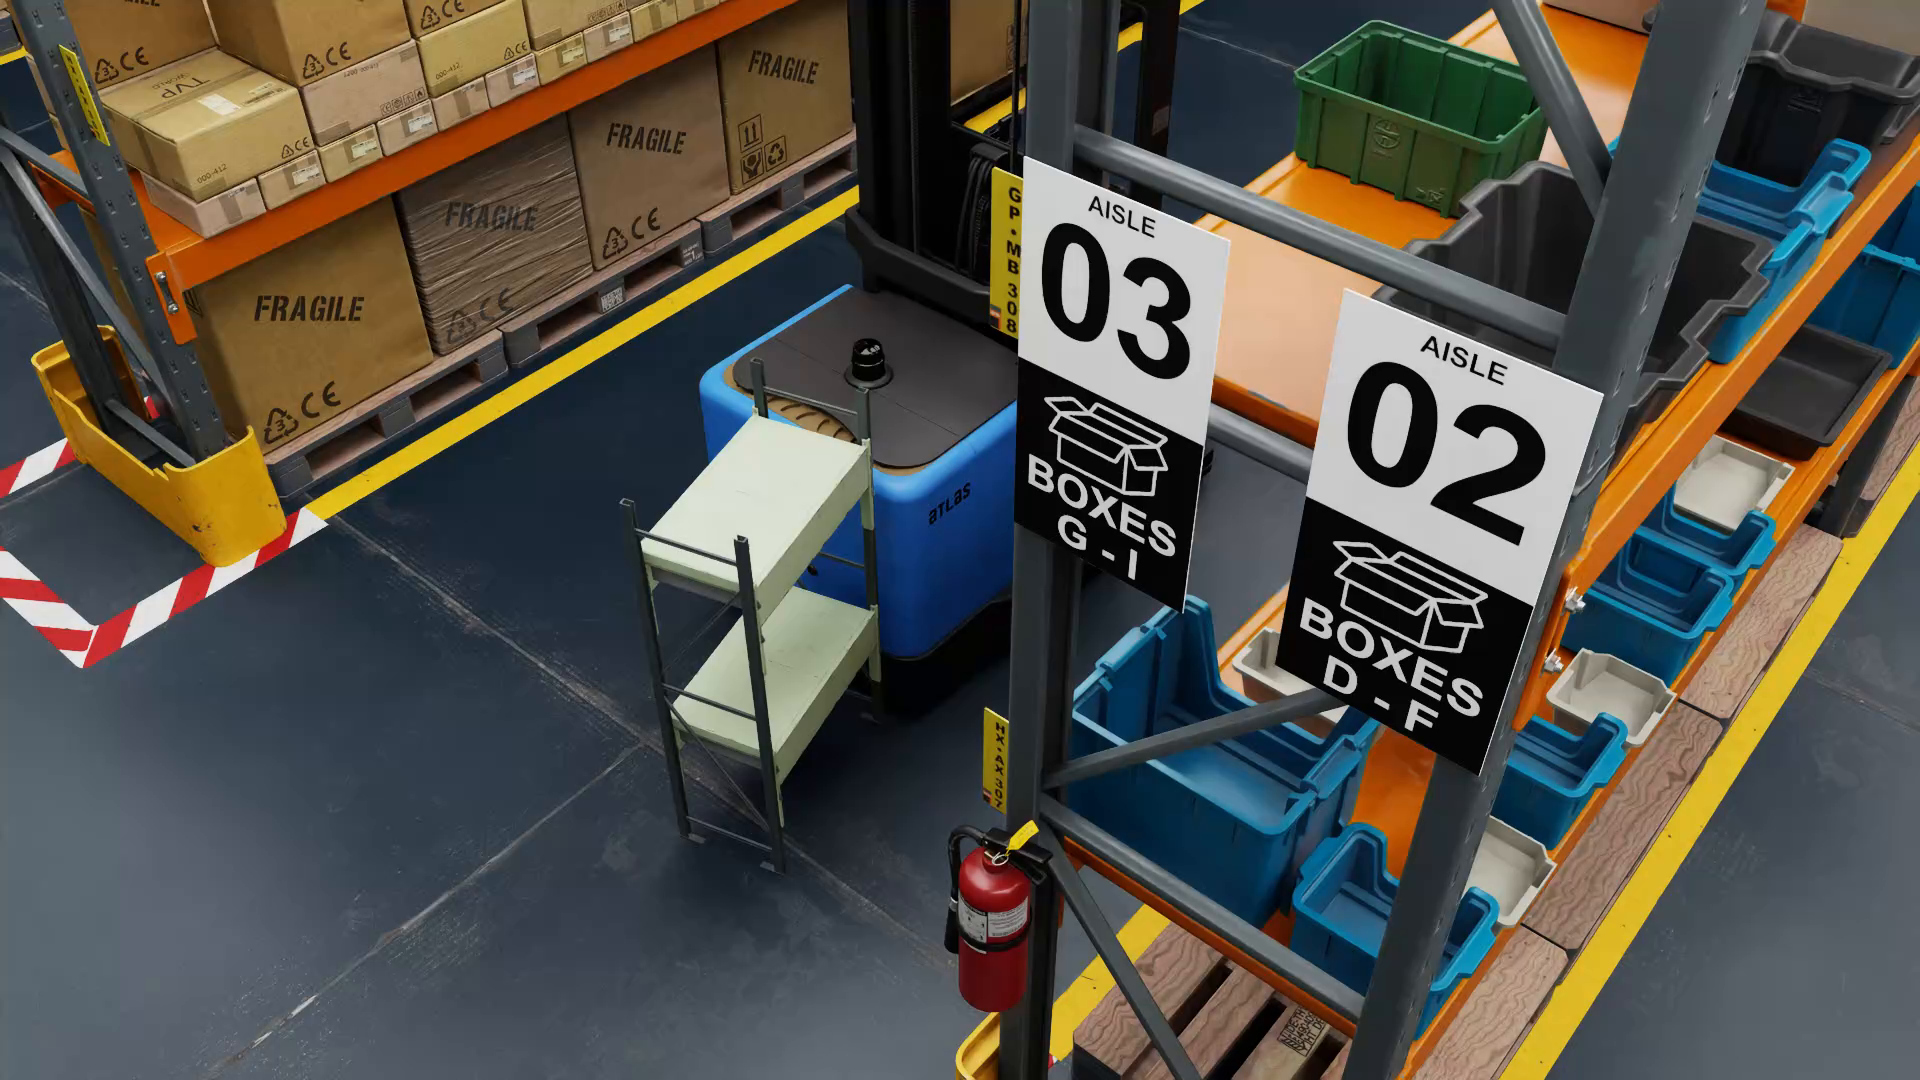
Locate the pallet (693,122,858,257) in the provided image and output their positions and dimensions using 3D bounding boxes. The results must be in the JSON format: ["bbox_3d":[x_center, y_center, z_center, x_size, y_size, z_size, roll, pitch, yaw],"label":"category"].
[{"bbox_3d":[-1.241,-2.006,8.799,1.003,0.211,1.213,29,50,28],"label":"pallet"}]

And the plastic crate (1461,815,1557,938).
[{"bbox_3d":[1.206,0.771,3.824,0.250,0.136,0.298,29,50,28],"label":"plastic crate"}]

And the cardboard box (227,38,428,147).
[{"bbox_3d":[-2.421,-1.791,6.380,0.500,0.250,0.500,29,50,28],"label":"cardboard box"}]

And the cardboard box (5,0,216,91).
[{"bbox_3d":[-3.153,-2.032,6.088,0.500,0.500,0.500,30,50,29],"label":"cardboard box"}]

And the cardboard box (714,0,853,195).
[{"bbox_3d":[-1.177,-2.459,8.492,0.875,0.875,0.875,29,50,28],"label":"cardboard box"}]

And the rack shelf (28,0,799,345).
[{"bbox_3d":[-1.978,-2.099,7.363,1.077,0.370,4.000,29,50,28],"label":"rack shelf"}]

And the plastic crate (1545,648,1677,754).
[{"bbox_3d":[1.643,0.421,4.208,0.250,0.136,0.298,29,50,28],"label":"plastic crate"}]

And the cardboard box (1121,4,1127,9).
[{"bbox_3d":[0.280,-3.563,9.706,1.225,0.875,0.875,28,49,27],"label":"cardboard box"}]

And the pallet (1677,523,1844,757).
[{"bbox_3d":[2.656,0.177,6.399,1.003,0.211,1.213,29,50,28],"label":"pallet"}]

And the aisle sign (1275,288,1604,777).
[{"bbox_3d":[0.706,0.013,2.574,0.394,0.787,0.004,29,50,28],"label":"aisle sign"}]

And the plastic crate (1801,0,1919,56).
[{"bbox_3d":[2.188,-1.264,3.769,0.437,0.282,0.530,29,50,28],"label":"plastic crate"}]

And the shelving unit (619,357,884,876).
[{"bbox_3d":[-0.612,0.276,5.332,0.431,1.500,0.755,17,45,18],"label":"shelving unit"}]

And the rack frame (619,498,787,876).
[{"bbox_3d":[-0.763,0.500,5.085,0.400,1.500,0.023,17,45,18],"label":"rack frame"}]

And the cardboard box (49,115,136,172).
[{"bbox_3d":[-3.288,-1.568,6.432,0.380,0.149,0.250,30,50,29],"label":"cardboard box"}]

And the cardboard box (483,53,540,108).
[{"bbox_3d":[-1.959,-1.945,6.847,0.380,0.149,0.250,29,50,28],"label":"cardboard box"}]

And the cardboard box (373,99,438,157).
[{"bbox_3d":[-2.289,-1.682,6.557,0.380,0.149,0.250,29,50,28],"label":"cardboard box"}]

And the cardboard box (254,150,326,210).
[{"bbox_3d":[-2.620,-1.415,6.263,0.380,0.149,0.250,29,50,28],"label":"cardboard box"}]

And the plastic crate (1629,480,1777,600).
[{"bbox_3d":[1.977,0.032,4.565,0.416,0.233,0.300,29,50,28],"label":"plastic crate"}]

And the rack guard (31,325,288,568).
[{"bbox_3d":[-3.281,-0.398,6.816,1.175,0.500,0.348,29,50,28],"label":"rack guard"}]

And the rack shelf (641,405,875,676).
[{"bbox_3d":[-0.612,-0.013,5.069,0.431,0.370,0.720,17,45,18],"label":"rack shelf"}]

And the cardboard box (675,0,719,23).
[{"bbox_3d":[-1.299,-2.473,7.427,0.380,0.149,0.250,30,50,29],"label":"cardboard box"}]

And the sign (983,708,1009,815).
[{"bbox_3d":[0.094,0.519,3.828,0.100,0.325,0.005,29,50,28],"label":"sign"}]

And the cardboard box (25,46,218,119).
[{"bbox_3d":[-3.157,-1.754,6.340,0.500,0.250,0.500,29,50,28],"label":"cardboard box"}]

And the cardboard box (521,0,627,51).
[{"bbox_3d":[-1.763,-2.319,6.961,0.500,0.250,0.500,29,49,28],"label":"cardboard box"}]

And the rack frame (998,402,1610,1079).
[{"bbox_3d":[0.525,0.809,3.630,1.000,3.000,0.127,29,50,28],"label":"rack frame"}]

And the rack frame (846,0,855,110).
[{"bbox_3d":[-0.691,-3.395,8.254,1.000,3.000,0.127,29,50,28],"label":"rack frame"}]

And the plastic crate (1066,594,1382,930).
[{"bbox_3d":[0.598,0.521,3.877,0.616,0.435,0.499,29,50,28],"label":"plastic crate"}]

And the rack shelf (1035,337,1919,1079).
[{"bbox_3d":[1.813,0.045,5.005,1.077,0.370,4.000,29,50,28],"label":"rack shelf"}]

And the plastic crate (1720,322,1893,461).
[{"bbox_3d":[2.585,-0.478,5.206,0.437,0.125,0.590,29,50,28],"label":"plastic crate"}]

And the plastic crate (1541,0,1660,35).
[{"bbox_3d":[1.665,-1.375,3.998,0.437,0.136,0.530,29,50,28],"label":"plastic crate"}]

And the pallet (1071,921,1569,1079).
[{"bbox_3d":[1.086,1.433,5.017,1.003,0.211,1.213,29,50,28],"label":"pallet"}]

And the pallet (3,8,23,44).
[{"bbox_3d":[-5.613,-3.571,10.520,1.003,0.211,1.213,29,50,28],"label":"pallet"}]

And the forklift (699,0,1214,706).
[{"bbox_3d":[0.408,-1.408,6.119,1.130,2.935,3.031,30,50,29],"label":"forklift"}]

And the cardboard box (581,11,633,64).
[{"bbox_3d":[-1.628,-2.211,7.138,0.380,0.149,0.250,30,50,29],"label":"cardboard box"}]

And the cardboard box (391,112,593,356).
[{"bbox_3d":[-2.329,-1.537,7.478,0.875,0.875,0.875,29,50,28],"label":"cardboard box"}]

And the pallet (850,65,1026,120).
[{"bbox_3d":[-0.252,-2.793,9.665,1.003,0.211,1.213,29,50,28],"label":"pallet"}]

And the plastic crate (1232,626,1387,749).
[{"bbox_3d":[0.912,0.386,4.247,0.396,0.136,0.243,29,50,28],"label":"plastic crate"}]

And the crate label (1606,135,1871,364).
[{"bbox_3d":[1.366,-0.581,3.040,0.408,0.251,0.502,29,50,28],"label":"crate label"}]

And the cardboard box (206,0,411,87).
[{"bbox_3d":[-2.428,-2.055,6.113,0.500,0.500,0.500,28,49,28],"label":"cardboard box"}]

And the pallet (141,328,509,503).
[{"bbox_3d":[-2.811,-0.749,7.417,1.003,0.211,1.213,29,50,28],"label":"pallet"}]
